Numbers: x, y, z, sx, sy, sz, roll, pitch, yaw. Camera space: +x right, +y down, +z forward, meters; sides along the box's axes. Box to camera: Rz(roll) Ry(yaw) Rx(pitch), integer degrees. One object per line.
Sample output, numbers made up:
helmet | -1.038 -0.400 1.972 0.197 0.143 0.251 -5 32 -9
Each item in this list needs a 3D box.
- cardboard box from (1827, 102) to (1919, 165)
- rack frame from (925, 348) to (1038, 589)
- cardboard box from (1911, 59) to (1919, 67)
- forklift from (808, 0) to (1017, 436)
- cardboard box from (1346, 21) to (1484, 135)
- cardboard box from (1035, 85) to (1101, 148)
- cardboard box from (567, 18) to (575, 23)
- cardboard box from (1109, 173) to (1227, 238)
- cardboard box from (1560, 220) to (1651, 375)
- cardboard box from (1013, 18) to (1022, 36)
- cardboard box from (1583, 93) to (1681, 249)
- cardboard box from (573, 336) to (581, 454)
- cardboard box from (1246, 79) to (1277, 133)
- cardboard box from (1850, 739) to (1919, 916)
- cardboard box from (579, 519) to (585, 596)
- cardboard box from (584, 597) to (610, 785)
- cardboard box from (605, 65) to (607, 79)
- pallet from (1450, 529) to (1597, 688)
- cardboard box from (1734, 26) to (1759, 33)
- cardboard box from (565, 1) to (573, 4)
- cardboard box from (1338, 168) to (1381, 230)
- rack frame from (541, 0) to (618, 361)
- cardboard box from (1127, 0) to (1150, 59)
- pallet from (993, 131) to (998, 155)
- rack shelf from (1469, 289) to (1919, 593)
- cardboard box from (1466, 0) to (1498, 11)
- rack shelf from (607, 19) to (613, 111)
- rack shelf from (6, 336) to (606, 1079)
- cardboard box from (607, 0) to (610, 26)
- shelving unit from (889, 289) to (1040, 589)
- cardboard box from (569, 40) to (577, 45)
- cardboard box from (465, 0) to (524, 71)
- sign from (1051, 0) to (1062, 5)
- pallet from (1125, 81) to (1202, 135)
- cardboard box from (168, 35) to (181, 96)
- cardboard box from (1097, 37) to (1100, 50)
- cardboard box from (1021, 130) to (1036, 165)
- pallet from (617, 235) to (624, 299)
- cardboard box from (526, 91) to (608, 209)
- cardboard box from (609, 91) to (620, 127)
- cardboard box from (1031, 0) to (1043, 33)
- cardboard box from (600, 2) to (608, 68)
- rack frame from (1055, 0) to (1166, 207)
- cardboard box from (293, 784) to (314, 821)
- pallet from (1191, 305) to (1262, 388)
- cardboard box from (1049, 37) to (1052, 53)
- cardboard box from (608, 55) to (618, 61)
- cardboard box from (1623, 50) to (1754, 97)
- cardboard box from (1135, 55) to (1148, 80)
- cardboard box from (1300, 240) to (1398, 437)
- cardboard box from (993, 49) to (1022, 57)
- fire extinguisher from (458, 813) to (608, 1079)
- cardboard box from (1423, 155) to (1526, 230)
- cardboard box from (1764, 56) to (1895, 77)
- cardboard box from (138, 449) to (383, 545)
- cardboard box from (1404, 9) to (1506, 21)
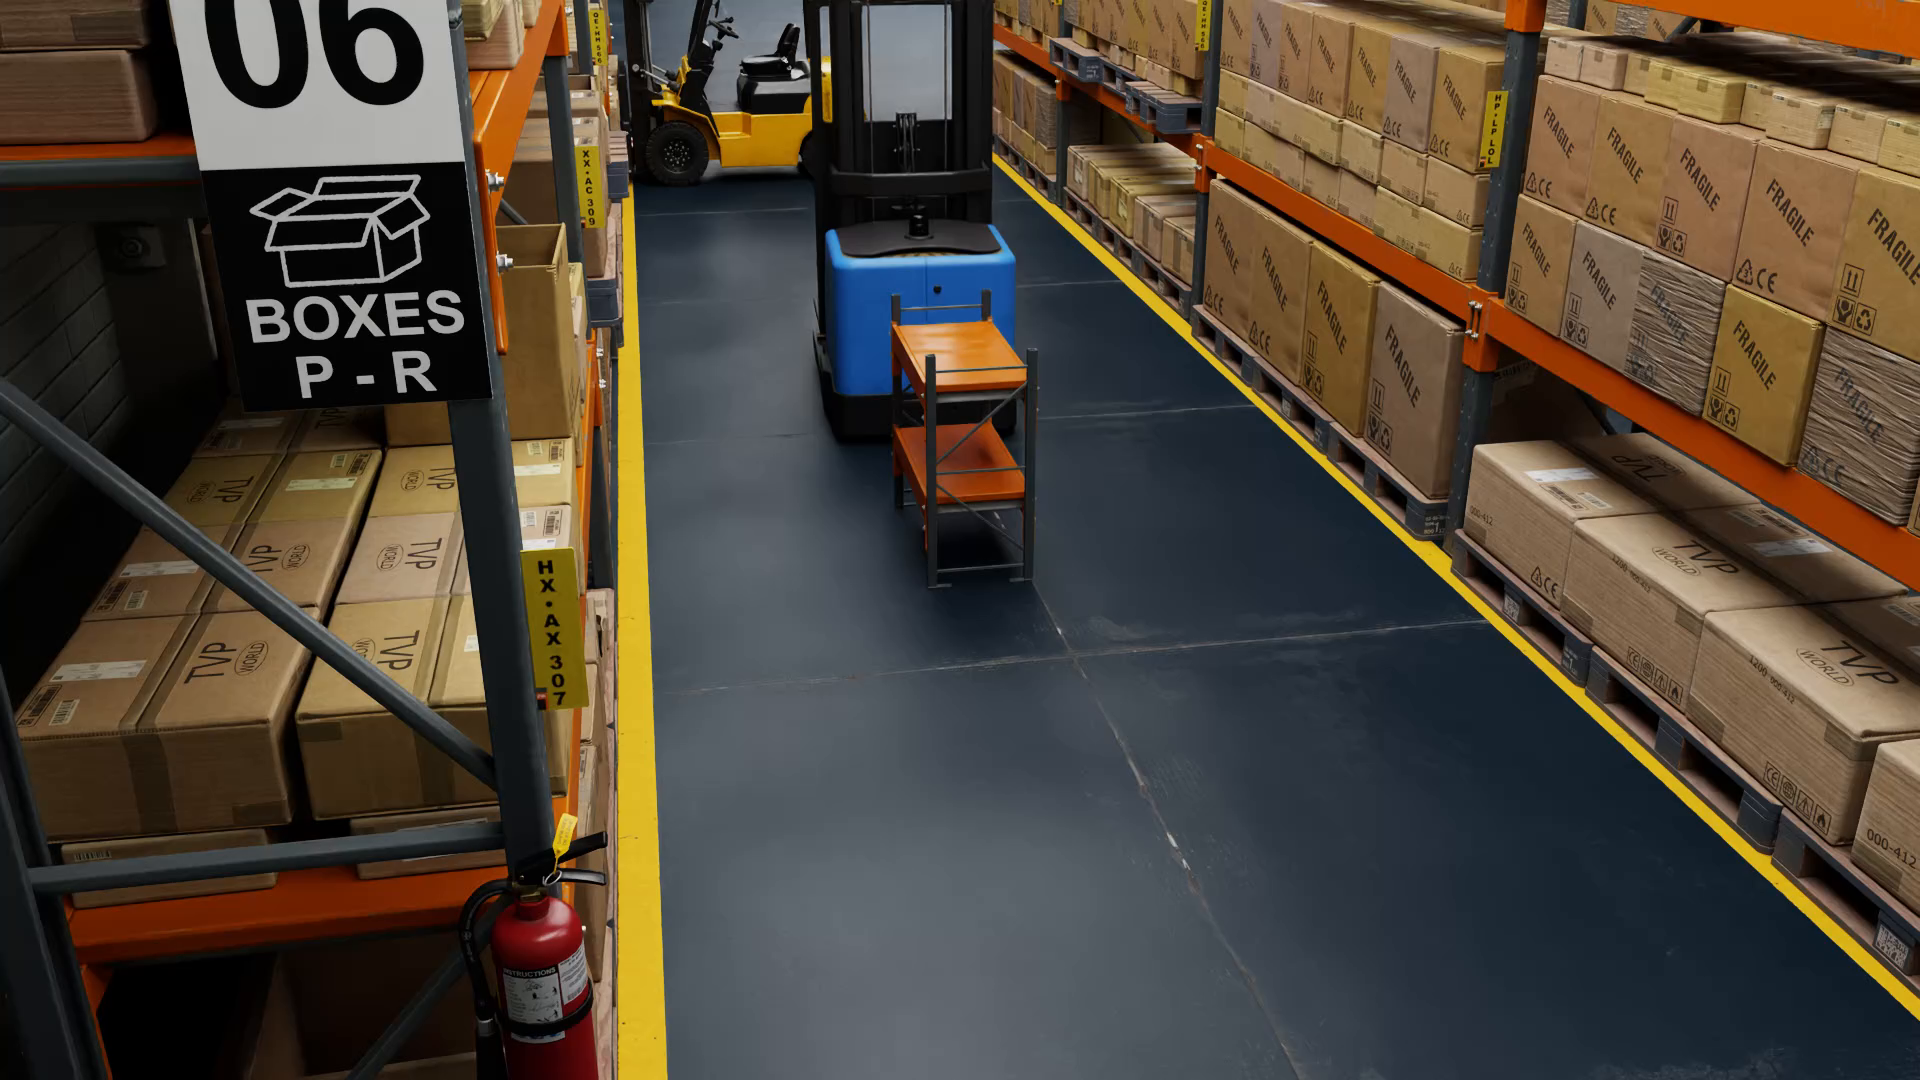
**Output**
cardboard box | 3.018 -1.296 5.285 0.380 0.149 0.250 -4 24 -8
rack frame | 0.095 -0.313 7.561 0.500 1.125 0.032 -4 24 -10
cardboard box | 6.860 -3.328 11.539 0.380 0.149 0.250 -3 24 -7
forklift | -0.379 -2.490 10.289 1.130 2.935 3.031 -3 24 -7
cardboard box | 2.355 -2.404 8.633 0.500 0.500 0.500 -4 24 -8
cardboard box | 1.009 -3.975 15.577 0.500 0.500 0.500 -5 24 -10
cardboard box | -2.917 -3.636 11.893 0.380 0.149 0.250 -4 24 -10
cardboard box | 1.748 -2.712 13.471 0.950 0.372 0.625 -4 24 -8
cardboard box | 2.780 -0.983 6.628 0.500 0.500 0.500 -4 24 -9
cardboard box | 0.731 -5.076 16.437 0.380 0.149 0.250 -4 24 -9
cardboard box | 2.799 -1.439 6.423 0.500 0.500 0.500 -5 24 -10
cardboard box | -1.495 -0.463 5.378 0.500 0.250 0.500 -4 24 -10
cardboard box | 2.068 -2.652 10.137 0.500 0.250 0.500 -4 24 -8
cardboard box | 3.381 0.963 4.973 0.875 0.438 0.875 -5 24 -12
cardboard box | -1.257 0.058 4.684 0.380 0.149 0.250 -5 24 -11
cardboard box | -1.608 0.561 5.817 0.700 0.500 0.500 -5 24 -12
cardboard box | -3.145 -3.870 13.550 0.500 0.250 0.500 -4 24 -9
pallet | 2.925 0.243 7.429 1.003 0.211 1.213 -4 24 -10
cardboard box | 6.438 -3.915 13.341 0.500 0.500 0.500 -5 24 -11
cardboard box | -3.155 -4.142 13.051 0.380 0.149 0.250 -4 24 -10
cardboard box | 2.363 -1.829 8.877 0.500 0.250 0.500 -5 24 -11
rack frame | -2.755 -2.544 10.327 1.000 3.000 0.127 -4 24 -10
cardboard box | 1.564 -3.847 12.288 0.500 0.500 0.500 -6 24 -13
pallet | 0.772 -4.430 18.128 1.003 0.211 1.213 -4 24 -10
rack shelf | 3.232 -0.223 5.912 1.077 0.370 4.000 -4 24 -10
cardboard box | 5.844 -5.742 17.462 0.875 0.550 0.500 -4 24 -10
rack shelf | -3.865 -4.574 15.875 1.077 0.370 4.000 -4 24 -10
rack shelf | -1.646 0.146 5.067 1.077 0.370 4.000 -4 24 -10
cardboard box | -3.886 -5.562 17.113 0.500 0.500 0.500 -5 24 -11
shelving unit | 0.001 -0.513 8.019 0.538 1.125 1.048 -4 24 -10
cardboard box | -2.575 -3.139 10.754 0.380 0.149 0.250 -4 24 -9
cardboard box | -1.156 -1.108 3.606 0.380 0.149 0.250 -4 24 -9
sign | 0.851 -4.840 14.502 0.100 0.325 0.005 -4 24 -10
pallet | 1.886 -3.097 11.834 1.213 0.211 1.003 -4 24 -10
cardboard box | -1.672 -0.865 3.048 0.380 0.149 0.250 -4 24 -9
cardboard box | 1.339 -4.118 13.720 0.380 0.149 0.250 -3 24 -6
cardboard box | 0.901 -3.840 16.205 0.500 0.250 0.500 -5 24 -11
pallet | -3.091 -2.072 12.729 1.003 0.211 1.213 -4 24 -10
cardboard box | -2.126 -1.928 8.267 0.700 0.500 0.500 -4 24 -10
cardboard box | -3.361 -3.923 15.147 0.500 0.250 0.500 -4 24 -10
cardboard box | 0.954 -5.027 15.515 0.500 0.500 0.500 -4 24 -8
cardboard box | -3.320 -4.357 14.353 0.500 0.500 0.500 -5 24 -11
rack frame | 1.382 -4.486 14.774 1.000 3.000 0.127 -4 24 -10
cardboard box | -1.588 0.503 3.664 0.380 0.149 0.250 -4 24 -8
pallet | 2.194 -1.319 11.007 1.003 0.211 1.213 -4 24 -10
cardboard box | 1.023 -4.475 15.062 0.380 0.149 0.250 -5 24 -10
cardboard box | -3.843 -4.923 17.436 0.500 0.250 0.500 -4 24 -8
cardboard box | 2.817 -1.800 6.439 0.380 0.149 0.250 -5 24 -10
cardboard box | 1.516 -3.504 12.315 0.380 0.149 0.250 -4 24 -9
cardboard box | 2.494 -1.151 9.267 0.875 0.875 0.875 -4 24 -8
cardboard box | 0.525 -4.988 17.898 0.500 0.500 0.500 -5 24 -12
fire extinguisher | -0.795 0.833 3.158 0.296 0.674 0.183 -4 24 -10
cardboard box | 2.541 -1.655 7.855 0.500 0.250 0.500 -4 24 -10
cardboard box | 3.274 -1.734 6.289 0.380 0.149 0.250 -5 24 -10
cardboard box | -1.803 -0.024 4.373 0.500 0.250 0.500 -4 24 -8
cardboard box | 2.749 -2.636 9.164 0.500 0.500 0.500 -5 24 -11
